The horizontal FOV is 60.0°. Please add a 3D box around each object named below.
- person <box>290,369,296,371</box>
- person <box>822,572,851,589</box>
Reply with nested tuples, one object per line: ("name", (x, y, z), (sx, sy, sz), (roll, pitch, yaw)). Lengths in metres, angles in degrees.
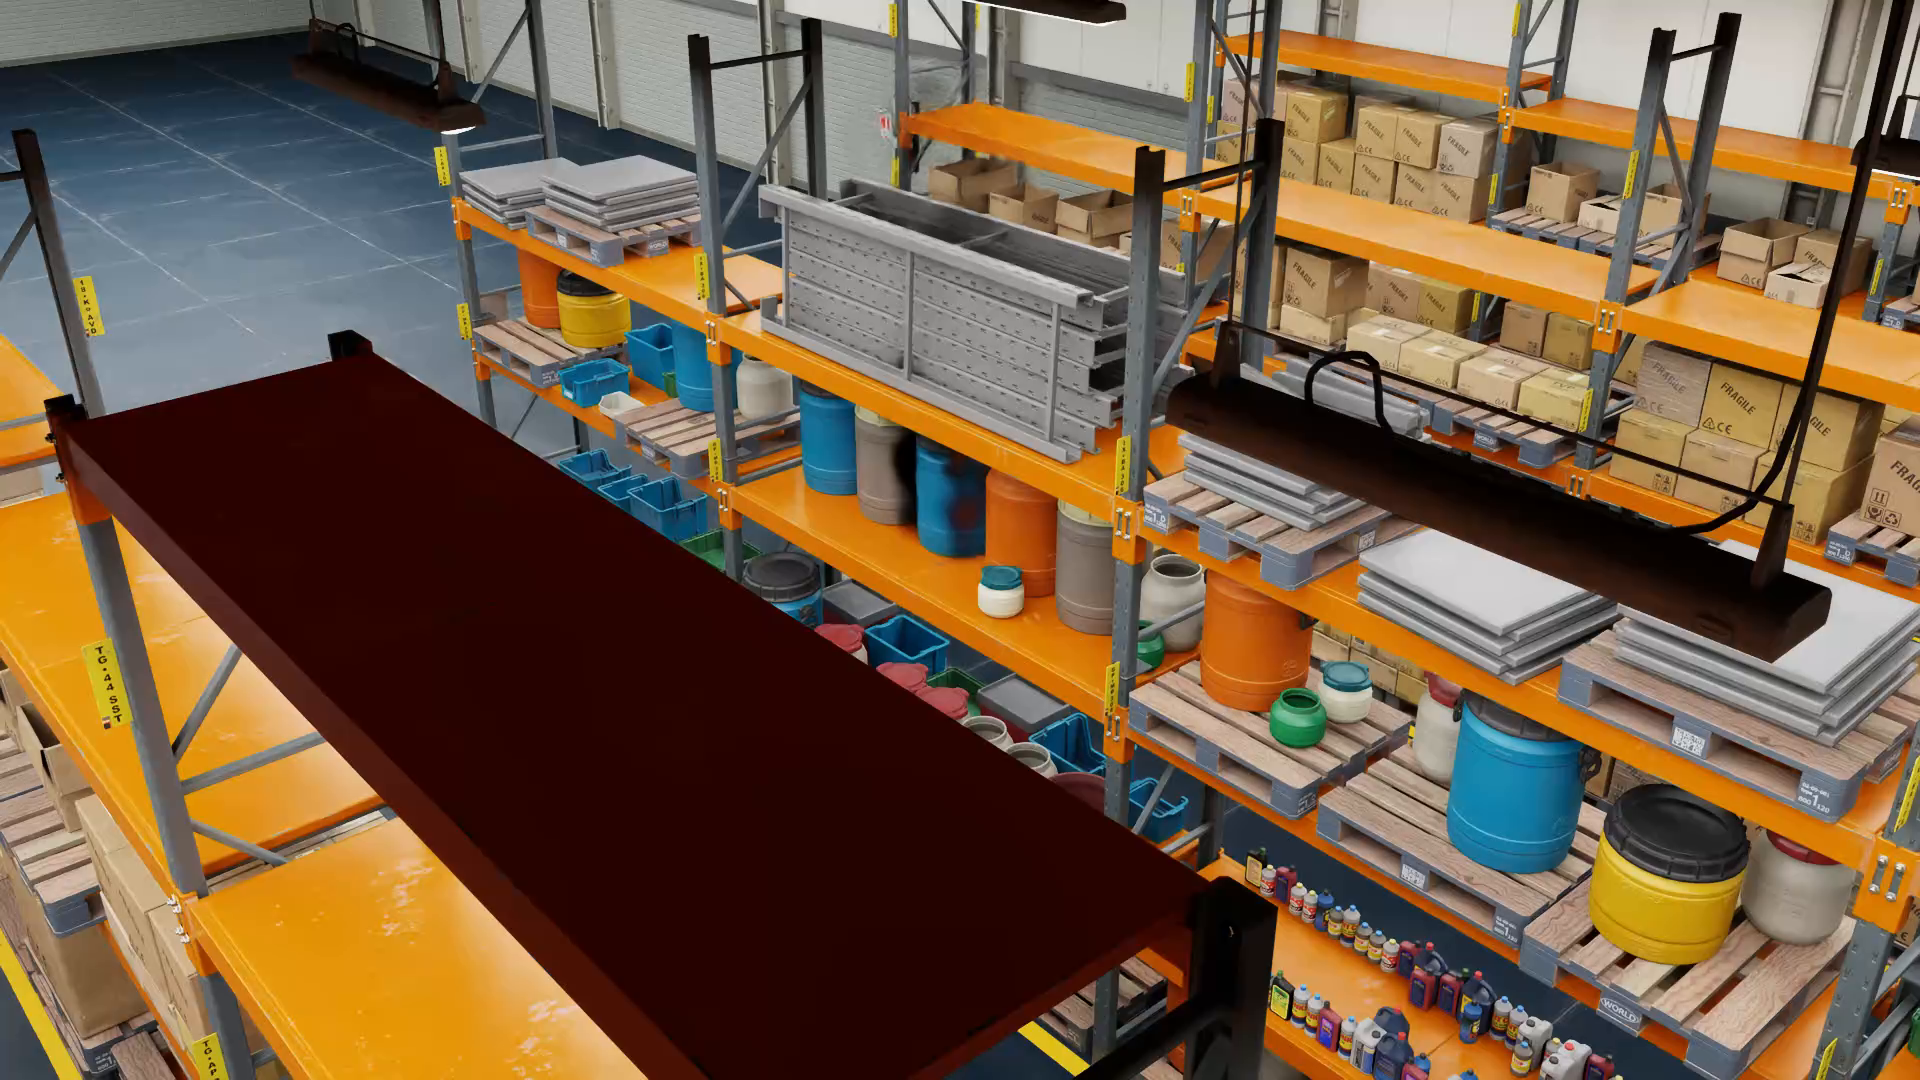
("person", (-7.000, -1.083, 17.955), (0.711, 1.632, 0.608), (-3, 27, -6))
("person", (-1.027, 0.273, 15.089), (0.662, 1.782, 0.644), (-22, 34, -36))
